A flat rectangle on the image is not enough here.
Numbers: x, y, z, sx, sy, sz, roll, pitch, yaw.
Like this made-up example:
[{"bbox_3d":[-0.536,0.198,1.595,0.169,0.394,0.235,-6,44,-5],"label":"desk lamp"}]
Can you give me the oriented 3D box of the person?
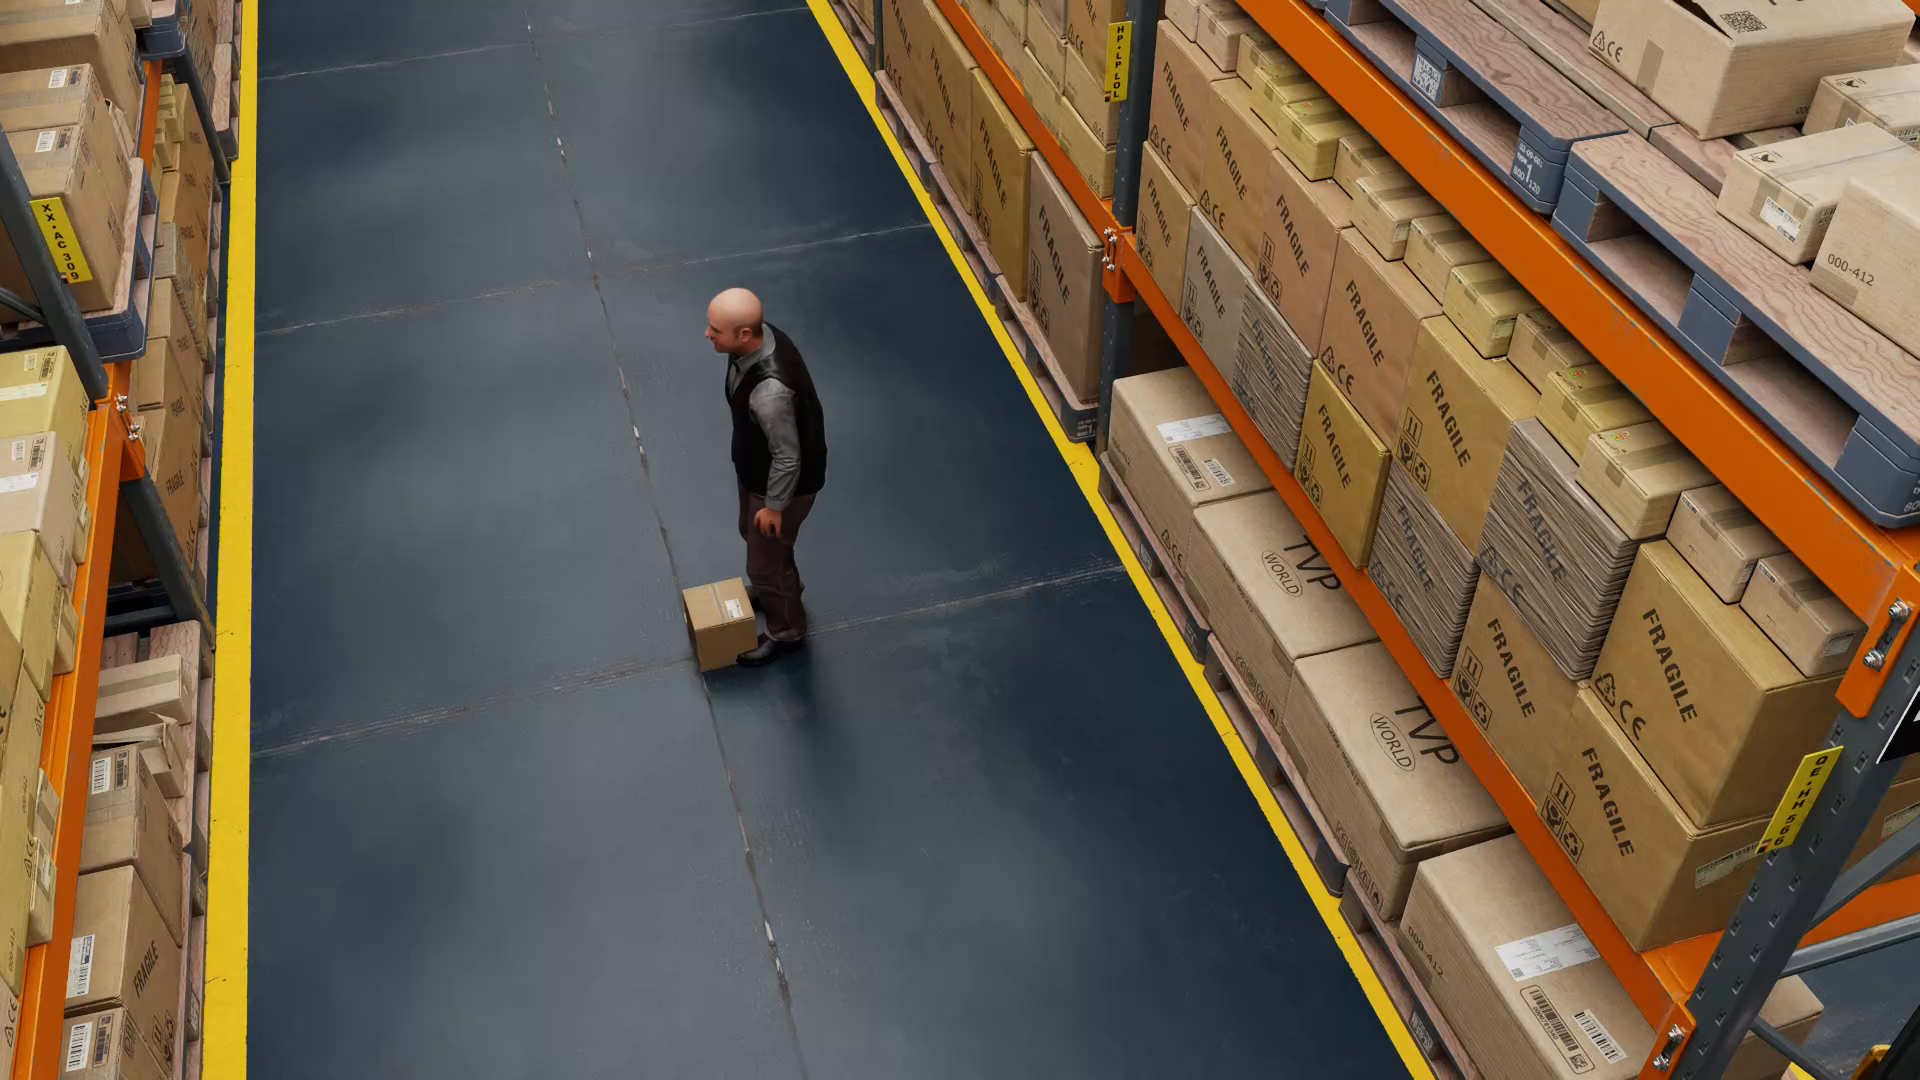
[{"bbox_3d":[-0.748,-0.256,6.462,0.460,1.722,0.580,-12,43,-13],"label":"person"}]
